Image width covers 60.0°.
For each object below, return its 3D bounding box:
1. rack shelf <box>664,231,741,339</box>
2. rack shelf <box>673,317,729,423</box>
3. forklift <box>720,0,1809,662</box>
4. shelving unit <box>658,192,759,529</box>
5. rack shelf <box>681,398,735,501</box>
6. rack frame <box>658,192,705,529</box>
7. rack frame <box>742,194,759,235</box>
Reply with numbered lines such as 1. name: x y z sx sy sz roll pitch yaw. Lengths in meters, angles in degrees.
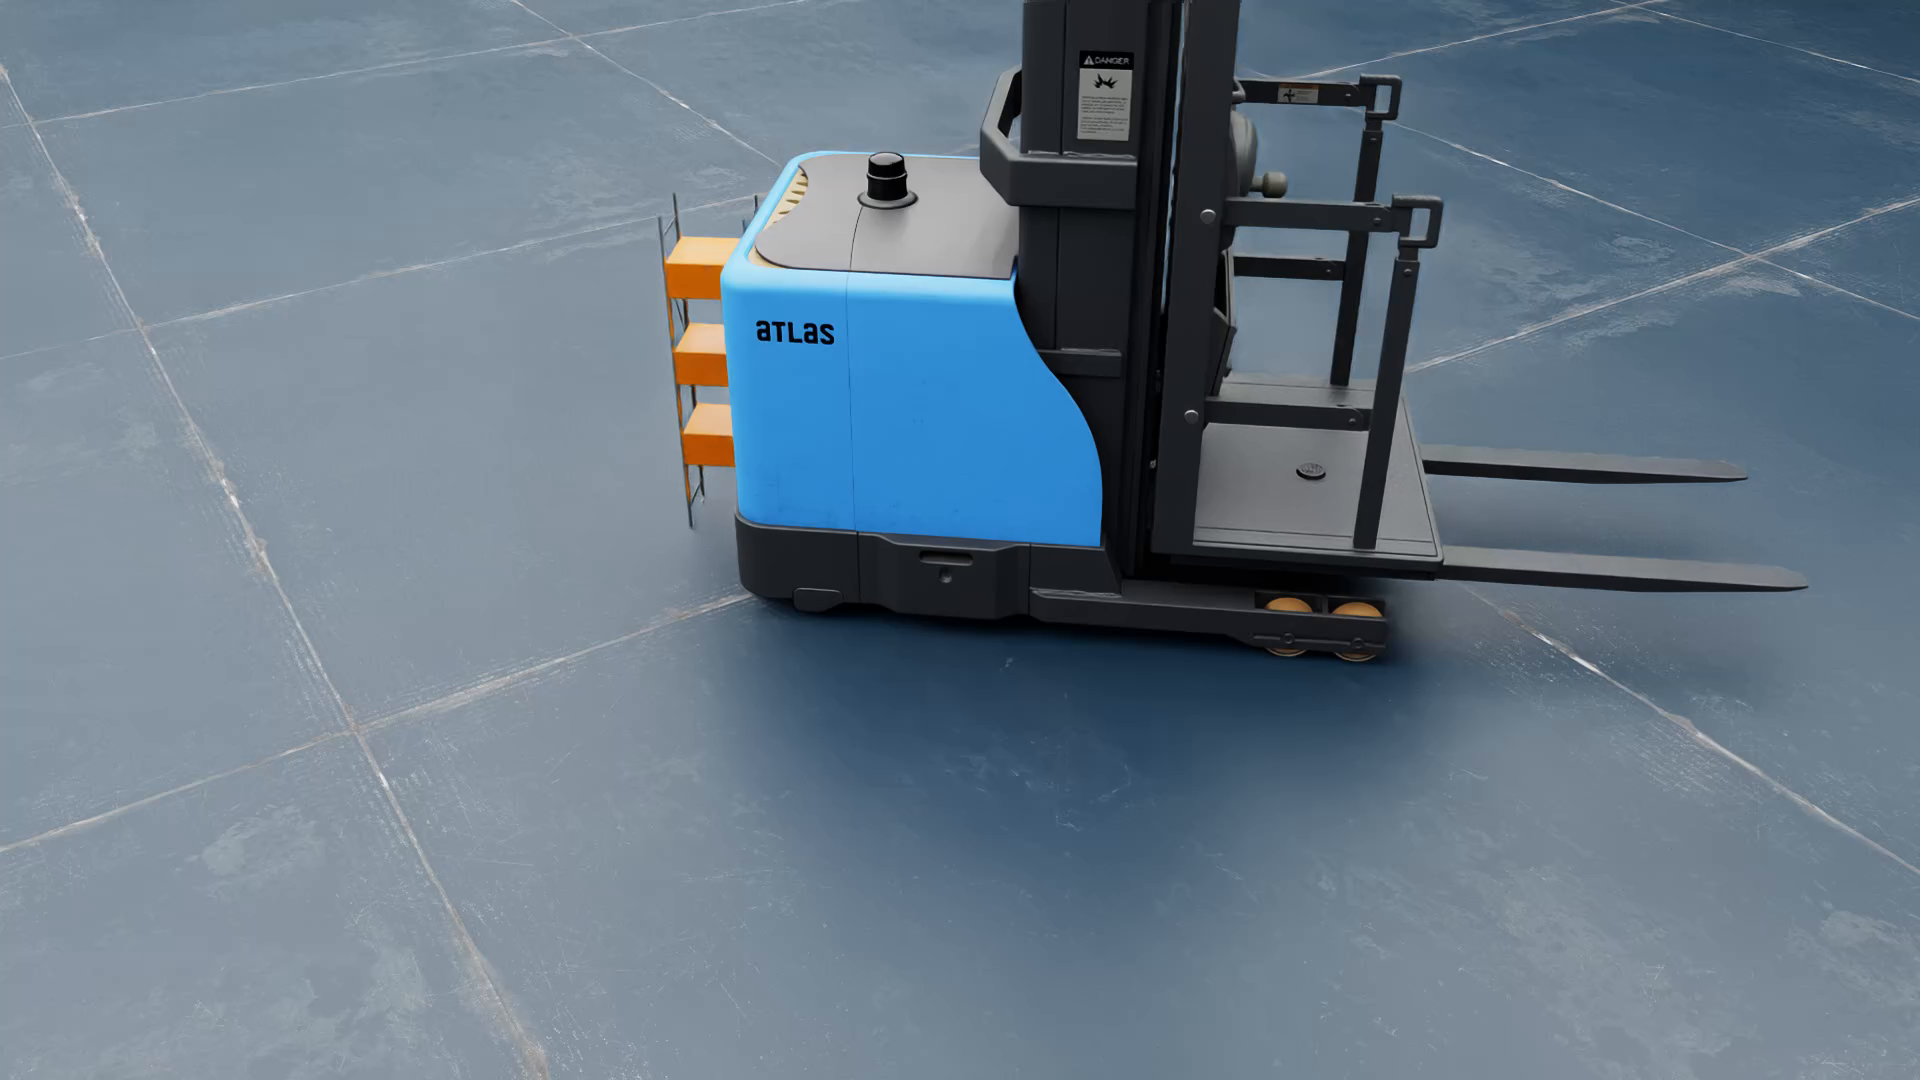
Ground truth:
1. rack shelf: -0.729 -0.757 4.954 0.240 0.259 0.215 3 32 4
2. rack shelf: -0.729 -0.517 5.106 0.240 0.259 0.215 3 32 4
3. forklift: 0.902 -1.198 4.401 3.031 2.935 1.130 4 32 6
4. shelving unit: -0.729 -0.526 5.100 0.252 1.050 0.215 3 32 4
5. rack shelf: -0.729 -0.282 5.254 0.240 0.259 0.215 3 32 4
6. rack frame: -0.851 -0.532 5.109 0.008 1.050 0.200 3 32 4
7. rack frame: -0.608 -0.520 5.091 0.008 1.050 0.200 3 32 4
